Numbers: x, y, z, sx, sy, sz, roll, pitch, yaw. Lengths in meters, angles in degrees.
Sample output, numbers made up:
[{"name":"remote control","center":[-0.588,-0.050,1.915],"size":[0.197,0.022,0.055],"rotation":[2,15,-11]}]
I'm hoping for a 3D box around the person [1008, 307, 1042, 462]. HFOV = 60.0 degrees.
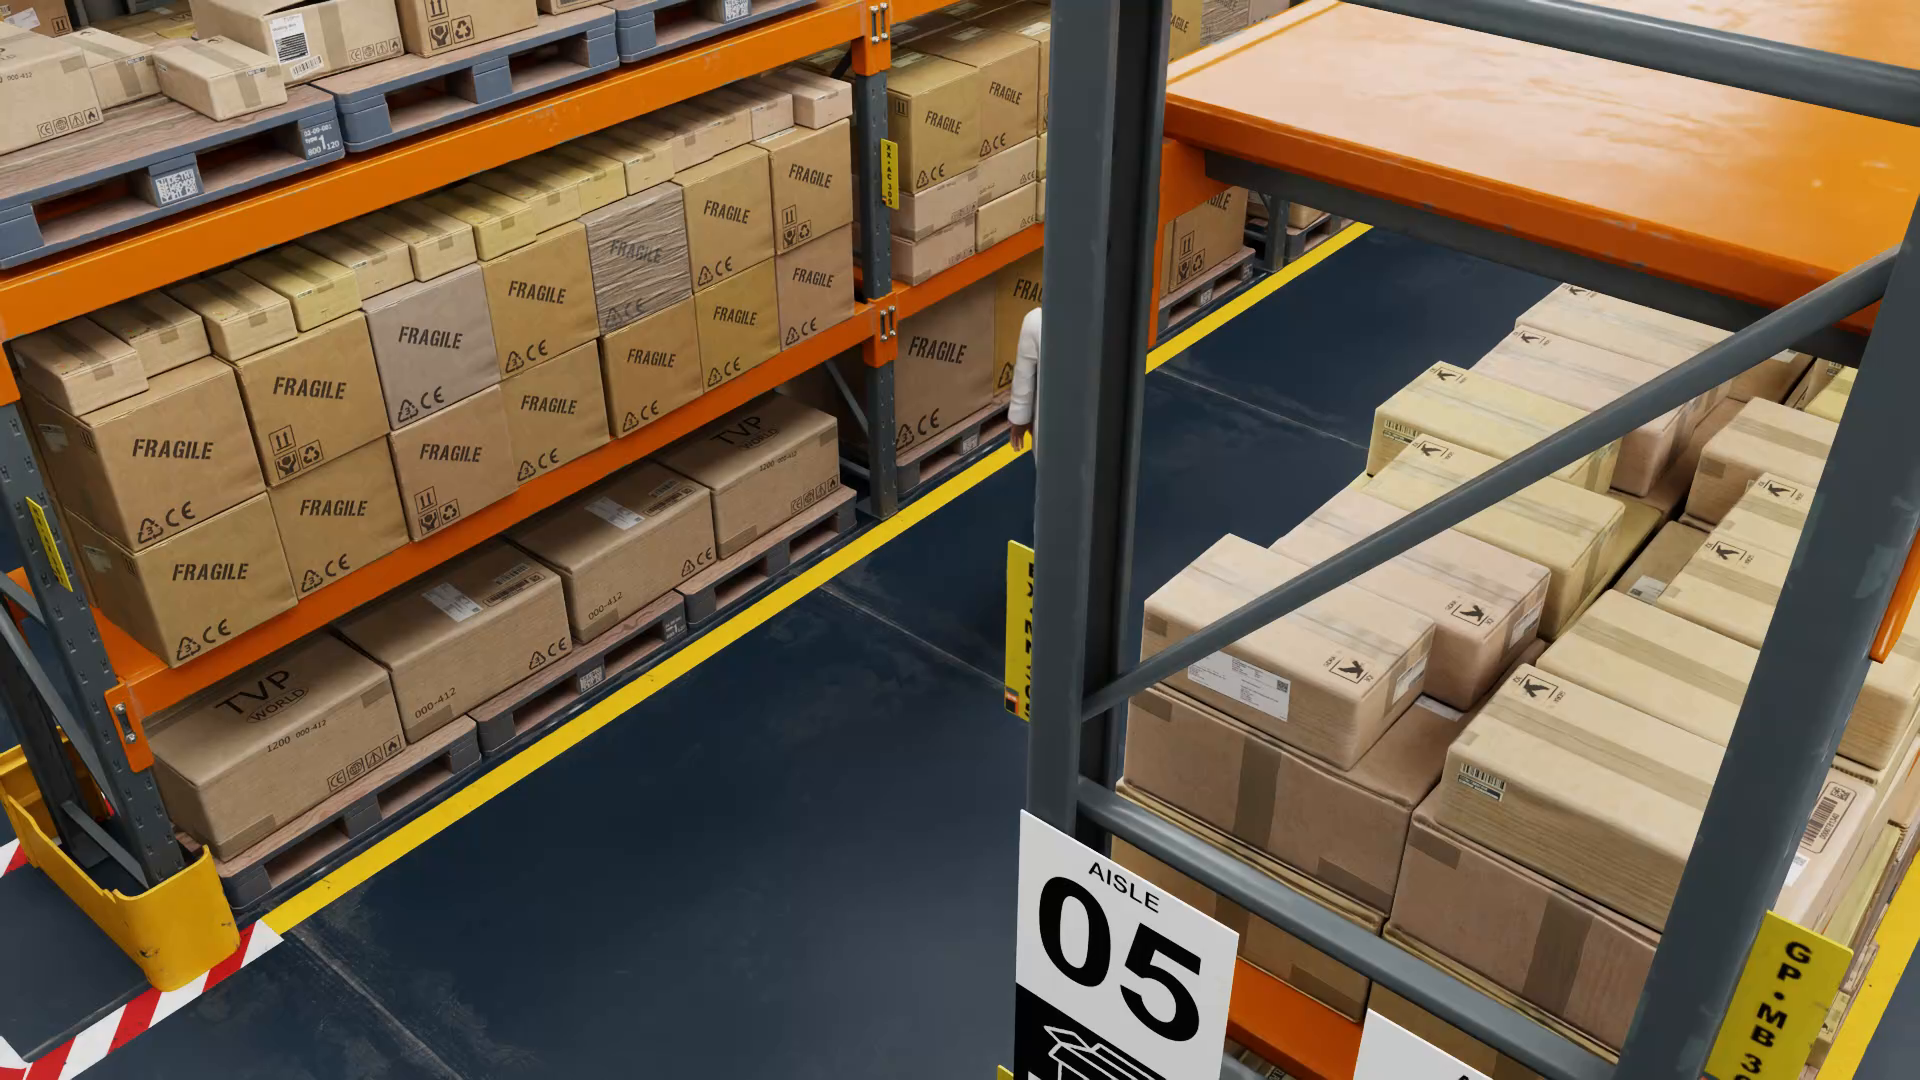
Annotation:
[{"name":"person","center":[0.597,-0.545,8.048],"size":[0.627,1.812,0.605],"rotation":[20,39,26]}]
